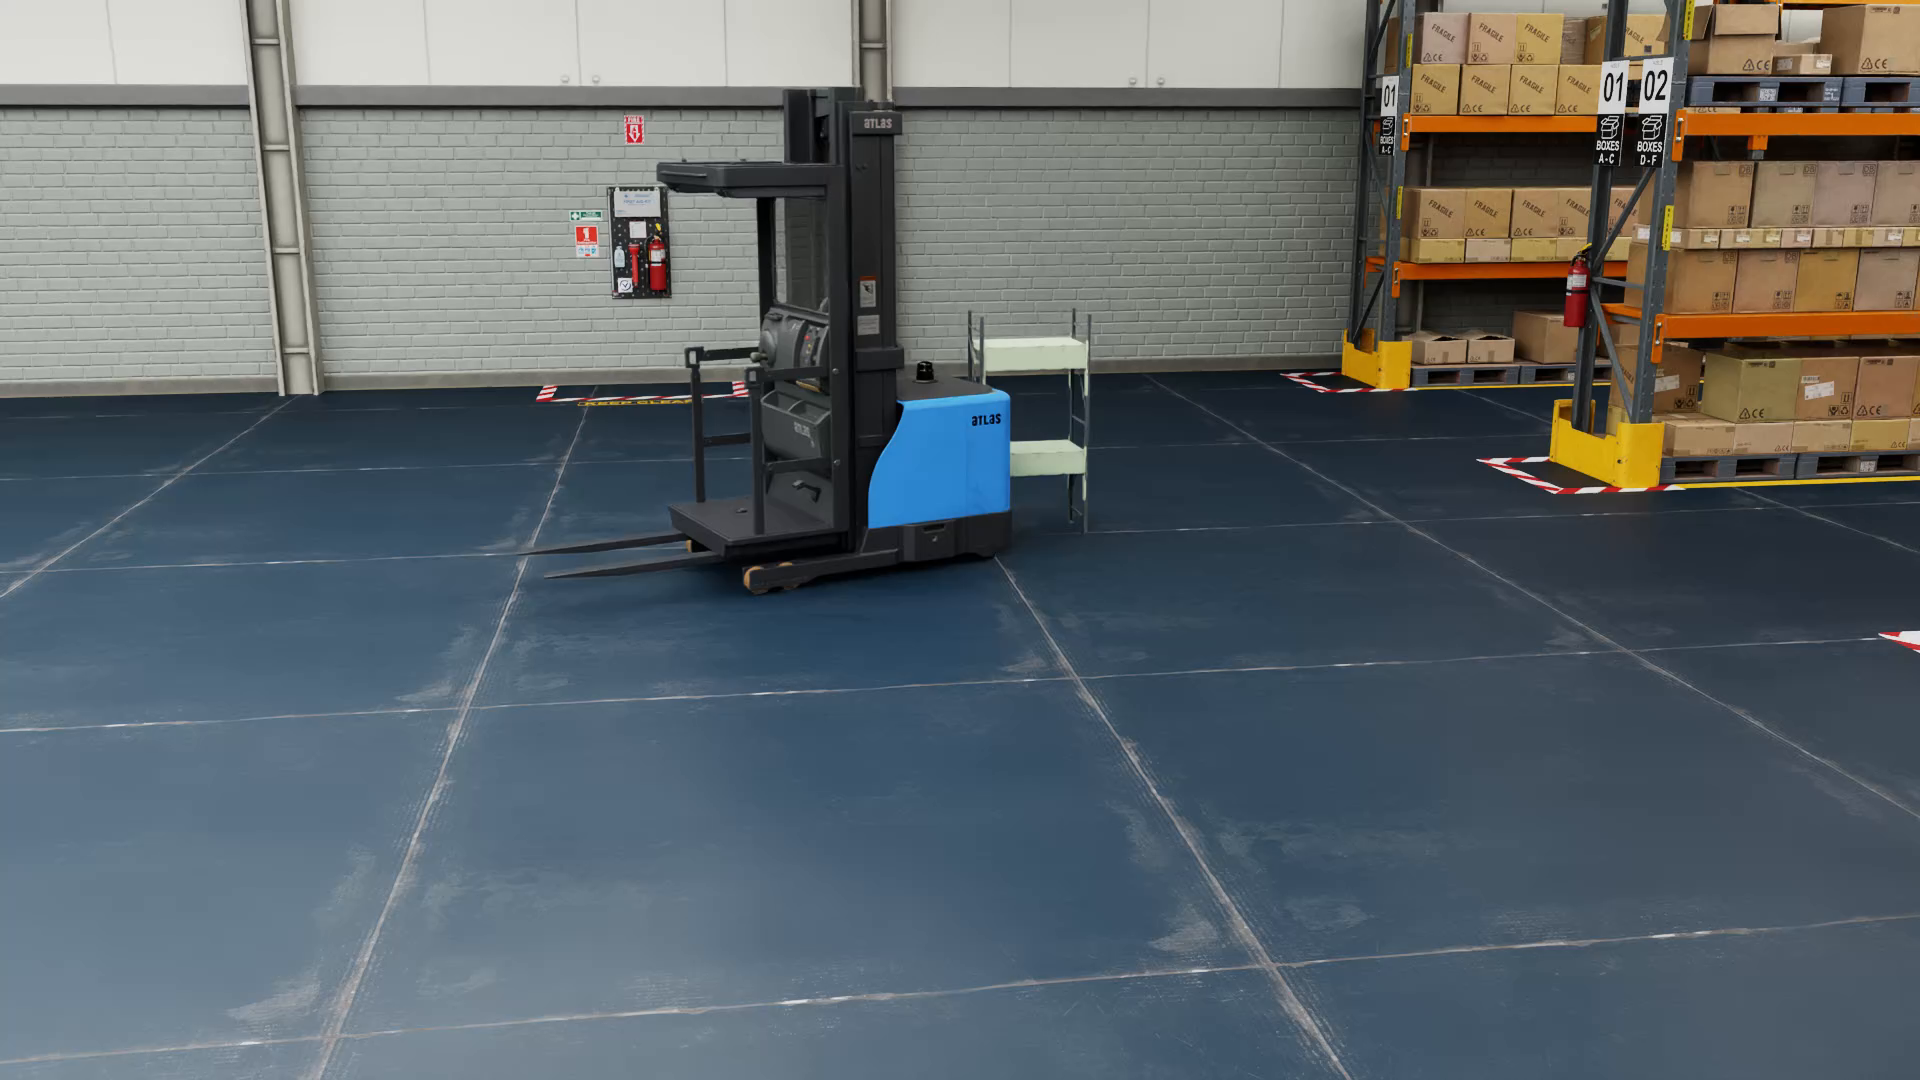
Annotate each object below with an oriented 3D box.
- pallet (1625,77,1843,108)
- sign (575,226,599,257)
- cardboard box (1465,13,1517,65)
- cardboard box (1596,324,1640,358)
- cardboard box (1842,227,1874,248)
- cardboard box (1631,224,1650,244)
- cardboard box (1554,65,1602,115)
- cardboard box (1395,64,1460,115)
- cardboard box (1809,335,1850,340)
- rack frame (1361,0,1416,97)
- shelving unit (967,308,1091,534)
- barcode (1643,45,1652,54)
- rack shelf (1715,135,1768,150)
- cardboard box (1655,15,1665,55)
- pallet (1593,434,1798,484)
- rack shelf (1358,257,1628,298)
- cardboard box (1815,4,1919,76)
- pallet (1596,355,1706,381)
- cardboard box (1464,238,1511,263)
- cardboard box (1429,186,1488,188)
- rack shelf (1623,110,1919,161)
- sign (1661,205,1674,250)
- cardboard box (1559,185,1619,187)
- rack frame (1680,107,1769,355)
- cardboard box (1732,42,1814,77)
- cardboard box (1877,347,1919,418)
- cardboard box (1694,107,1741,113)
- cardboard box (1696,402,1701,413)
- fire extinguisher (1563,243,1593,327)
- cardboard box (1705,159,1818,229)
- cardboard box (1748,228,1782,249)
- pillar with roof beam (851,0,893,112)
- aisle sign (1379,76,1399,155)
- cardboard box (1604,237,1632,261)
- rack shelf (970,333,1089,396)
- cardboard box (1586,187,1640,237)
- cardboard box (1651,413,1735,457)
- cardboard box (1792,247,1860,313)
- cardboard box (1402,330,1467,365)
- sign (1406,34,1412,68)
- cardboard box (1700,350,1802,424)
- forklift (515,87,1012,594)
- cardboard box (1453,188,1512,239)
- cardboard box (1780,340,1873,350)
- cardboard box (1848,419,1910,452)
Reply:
[{"bbox_3d":[5.892,-3.429,12.745,1.213,0.211,1.003,-2,14,-8],"label":"pallet"},{"bbox_3d":[-3.933,-3.147,17.531,0.234,0.329,0.001,-2,14,-8],"label":"sign"},{"bbox_3d":[5.368,-5.149,17.119,0.500,0.500,0.500,-2,14,-9],"label":"cardboard box"},{"bbox_3d":[7.383,-2.288,18.413,0.500,0.500,0.500,-3,14,-13],"label":"cardboard box"},{"bbox_3d":[6.883,-2.371,12.969,0.250,0.149,0.380,-2,14,-9],"label":"cardboard box"},{"bbox_3d":[5.539,-2.421,13.169,0.250,0.149,0.380,-2,14,-9],"label":"cardboard box"},{"bbox_3d":[6.392,-4.710,17.422,0.500,0.500,0.500,-1,14,-5],"label":"cardboard box"},{"bbox_3d":[4.816,-4.655,17.202,0.500,0.500,0.500,-2,14,-7],"label":"cardboard box"},{"bbox_3d":[9.632,-2.397,18.847,0.500,0.500,0.700,-2,14,-9],"label":"cardboard box"},{"bbox_3d":[4.448,-6.099,17.043,0.127,3.000,1.000,-2,14,-8],"label":"rack frame"},{"bbox_3d":[0.461,-0.798,11.322,0.755,1.500,0.431,-3,14,-12],"label":"shelving unit"},{"bbox_3d":[5.416,-3.861,13.093,0.075,0.075,0.001,-2,14,-8],"label":"barcode"},{"bbox_3d":[10.381,-4.513,18.363,4.000,0.370,1.077,-2,14,-8],"label":"rack shelf"},{"bbox_3d":[7.405,-5.227,17.428,0.500,0.500,0.500,-1,14,-5],"label":"cardboard box"},{"bbox_3d":[5.939,-0.683,13.512,1.213,0.211,1.003,-2,14,-8],"label":"pallet"},{"bbox_3d":[6.425,-2.913,18.149,4.000,0.370,1.077,-2,14,-8],"label":"rack shelf"},{"bbox_3d":[6.872,-3.767,12.555,0.500,0.500,0.500,-2,14,-8],"label":"cardboard box"},{"bbox_3d":[7.744,-1.949,18.559,1.213,0.211,1.003,-2,14,-8],"label":"pallet"},{"bbox_3d":[5.489,-3.090,17.643,0.500,0.250,0.500,-3,14,-10],"label":"cardboard box"},{"bbox_3d":[5.381,-3.574,18.033,0.500,0.500,0.500,-2,14,-8],"label":"cardboard box"},{"bbox_3d":[7.167,-3.176,13.034,4.000,0.370,1.077,-2,14,-8],"label":"rack shelf"},{"bbox_3d":[5.266,-2.323,12.374,0.005,0.325,0.100,-2,14,-8],"label":"sign"},{"bbox_3d":[6.902,-3.634,18.270,0.500,0.500,0.500,-2,14,-7],"label":"cardboard box"},{"bbox_3d":[8.403,-3.334,18.351,0.127,3.000,1.000,-2,14,-8],"label":"rack frame"},{"bbox_3d":[6.289,-3.757,13.027,0.500,0.250,0.500,-2,14,-8],"label":"cardboard box"},{"bbox_3d":[7.729,-1.273,13.379,0.500,0.500,0.500,-2,14,-8],"label":"cardboard box"},{"bbox_3d":[7.938,-4.770,17.661,0.500,0.500,0.500,-2,14,-7],"label":"cardboard box"},{"bbox_3d":[6.168,-0.979,13.750,0.500,0.250,0.500,-2,14,-8],"label":"cardboard box"},{"bbox_3d":[5.003,-2.068,13.460,0.183,0.674,0.296,-2,14,-8],"label":"fire extinguisher"},{"bbox_3d":[6.225,-2.712,12.996,0.500,0.500,0.700,-2,14,-10],"label":"cardboard box"},{"bbox_3d":[6.117,-2.342,12.857,0.250,0.149,0.380,-2,14,-8],"label":"cardboard box"},{"bbox_3d":[-0.281,-5.080,12.978,0.400,9.000,9.100,-2,14,-8],"label":"pillar with roof beam"},{"bbox_3d":[4.421,-4.376,17.159,0.004,0.787,0.394,-2,14,-8],"label":"aisle sign"},{"bbox_3d":[6.991,-3.143,17.856,0.500,0.250,0.500,-2,14,-9],"label":"cardboard box"},{"bbox_3d":[0.461,-1.177,11.227,0.720,0.370,0.431,-3,14,-12],"label":"rack shelf"},{"bbox_3d":[6.989,-3.508,17.771,0.500,0.500,0.500,-3,14,-10],"label":"cardboard box"},{"bbox_3d":[5.753,-0.834,13.170,0.500,0.250,0.500,-2,14,-8],"label":"cardboard box"},{"bbox_3d":[6.663,-2.097,13.212,0.500,0.500,0.700,-2,14,-8],"label":"cardboard box"},{"bbox_3d":[5.145,-2.102,18.060,0.500,0.311,0.500,-4,15,-15],"label":"cardboard box"},{"bbox_3d":[4.529,-4.938,16.781,0.005,0.325,0.100,-2,14,-8],"label":"sign"},{"bbox_3d":[6.247,-1.216,13.153,0.500,0.500,0.500,-2,14,-8],"label":"cardboard box"},{"bbox_3d":[-1.202,-1.244,10.158,3.031,2.935,1.130,-8,16,-28],"label":"forklift"},{"bbox_3d":[5.455,-3.451,17.540,0.500,0.500,0.500,-2,14,-8],"label":"cardboard box"},{"bbox_3d":[7.157,-1.380,13.807,0.500,0.500,0.500,-2,14,-8],"label":"cardboard box"},{"bbox_3d":[7.236,-0.888,13.385,0.500,0.250,0.500,-2,14,-8],"label":"cardboard box"}]
